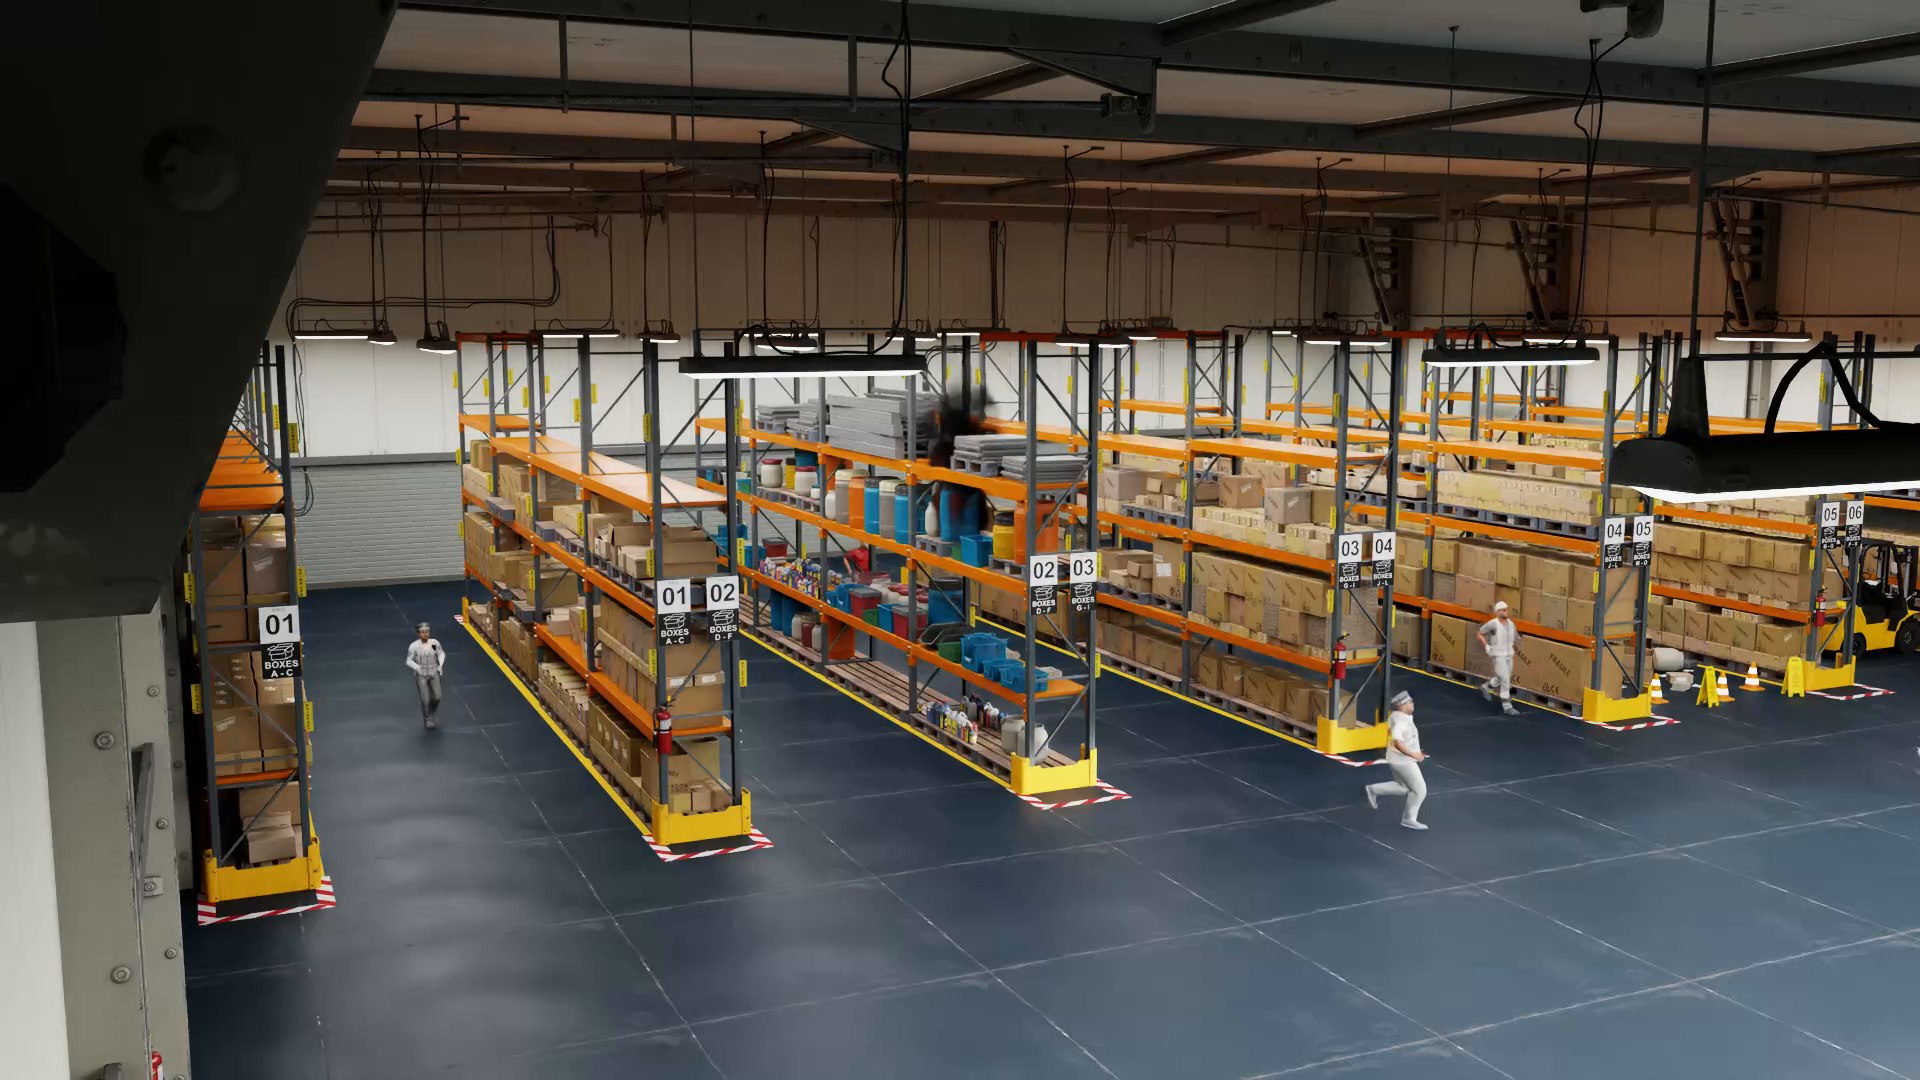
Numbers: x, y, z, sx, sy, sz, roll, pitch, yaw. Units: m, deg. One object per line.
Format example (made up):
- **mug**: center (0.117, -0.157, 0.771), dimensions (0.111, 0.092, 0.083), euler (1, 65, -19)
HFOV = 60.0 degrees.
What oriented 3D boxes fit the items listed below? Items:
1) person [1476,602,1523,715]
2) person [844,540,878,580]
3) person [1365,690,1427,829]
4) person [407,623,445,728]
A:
- **person**: center (8.656, 1.858, 26.623), dimensions (0.667, 1.760, 0.963), euler (-4, 9, -26)
- **person**: center (-2.016, 0.828, 34.580), dimensions (0.637, 1.801, 0.802), euler (-6, 10, -37)
- **person**: center (5.445, 2.724, 20.640), dimensions (0.741, 1.752, 0.679), euler (0, 8, 2)
- **person**: center (-8.158, 2.080, 25.496), dimensions (0.585, 1.648, 0.528), euler (-4, 9, -27)
